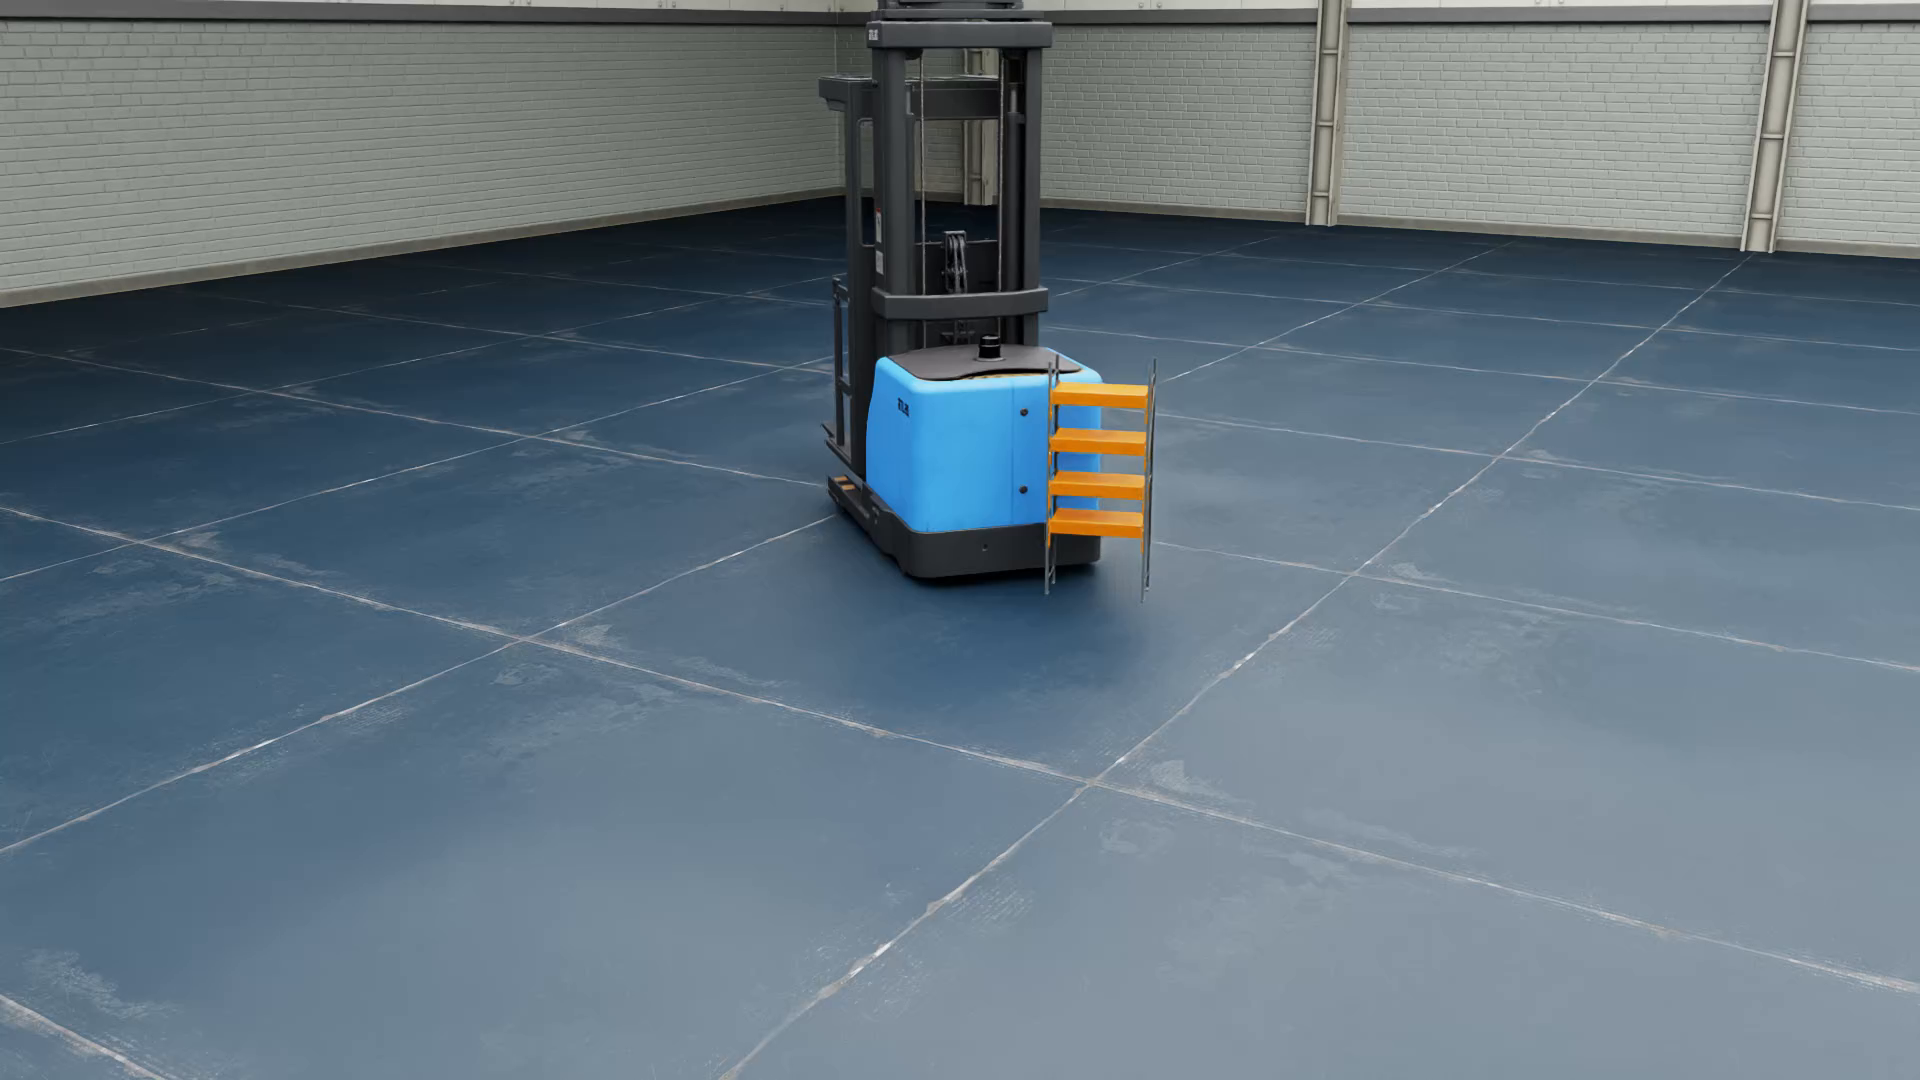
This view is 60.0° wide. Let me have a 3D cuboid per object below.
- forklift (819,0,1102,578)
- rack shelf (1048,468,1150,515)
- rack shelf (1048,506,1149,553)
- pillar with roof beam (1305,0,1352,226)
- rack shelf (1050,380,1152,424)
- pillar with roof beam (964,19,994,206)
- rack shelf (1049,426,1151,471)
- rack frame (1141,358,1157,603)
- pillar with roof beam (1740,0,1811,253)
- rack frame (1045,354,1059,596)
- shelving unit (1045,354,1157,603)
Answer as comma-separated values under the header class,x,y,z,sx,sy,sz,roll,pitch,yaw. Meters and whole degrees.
class,x,y,z,sx,sy,sz,roll,pitch,yaw
forklift,-0.169,-1.597,9.597,1.130,2.935,3.031,-5,18,-16
rack shelf,0.702,-0.245,8.355,0.480,0.148,0.258,4,17,12
rack shelf,0.702,-0.055,8.413,0.480,0.148,0.258,4,17,12
pillar with roof beam,3.174,-7.977,20.159,0.400,9.000,9.100,10,20,30
rack shelf,0.702,-0.686,8.222,0.480,0.148,0.258,4,17,12
pillar with roof beam,-1.938,-8.890,23.164,0.400,9.000,9.100,10,20,30
rack shelf,0.702,-0.459,8.290,0.480,0.148,0.258,4,17,12
rack frame,0.940,-0.294,8.285,0.015,1.200,0.240,4,17,12
pillar with roof beam,8.287,-7.064,17.155,0.400,9.000,9.100,10,20,30
rack frame,0.464,-0.325,8.387,0.015,1.200,0.240,4,17,12
shelving unit,0.702,-0.310,8.336,0.503,1.200,0.258,4,17,12
